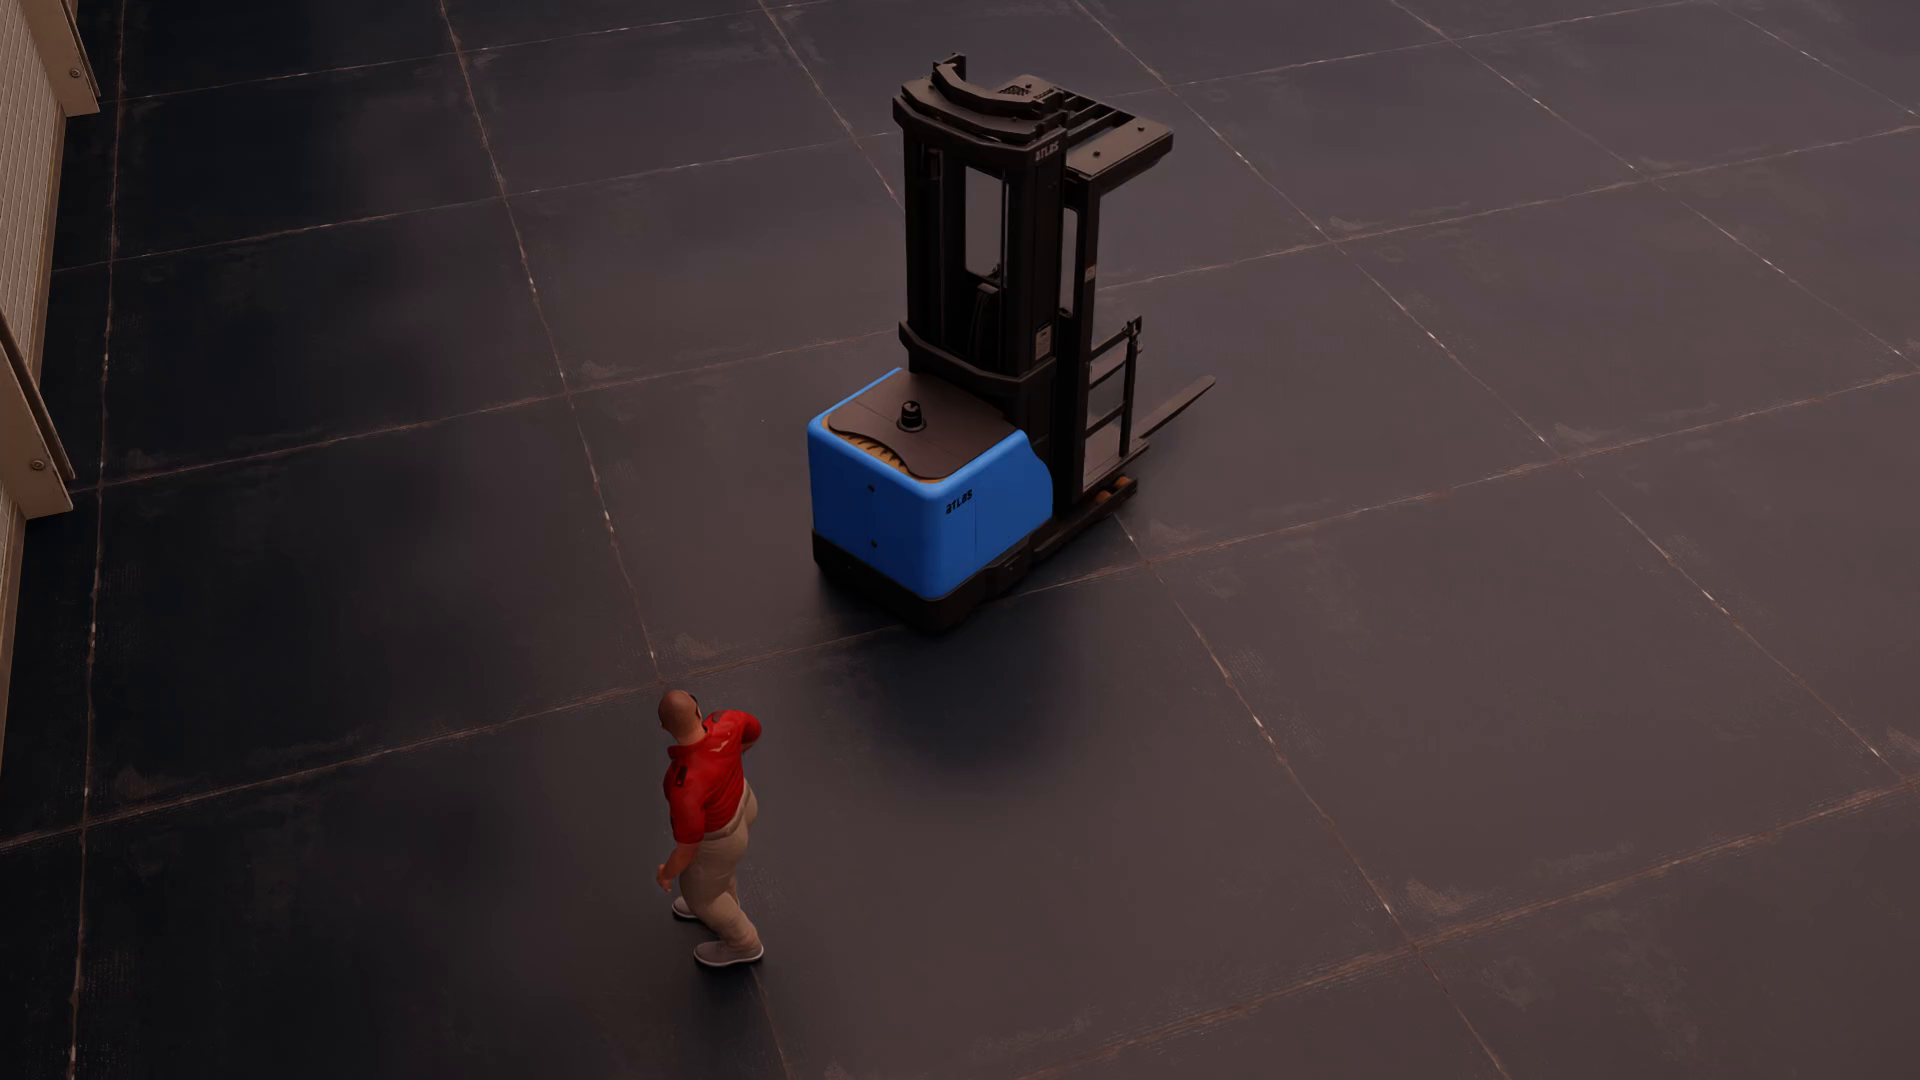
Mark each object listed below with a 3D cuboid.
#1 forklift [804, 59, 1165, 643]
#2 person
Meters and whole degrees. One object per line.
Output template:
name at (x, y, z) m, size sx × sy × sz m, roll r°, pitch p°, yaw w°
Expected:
forklift at (0.320, -1.457, 9.731) m, size 1.130 × 2.935 × 3.031 m, roll 22°, pitch 45°, yaw 24°
person at (-1.138, 1.252, 7.443) m, size 0.407 × 1.729 × 0.635 m, roll 7°, pitch 41°, yaw 8°
